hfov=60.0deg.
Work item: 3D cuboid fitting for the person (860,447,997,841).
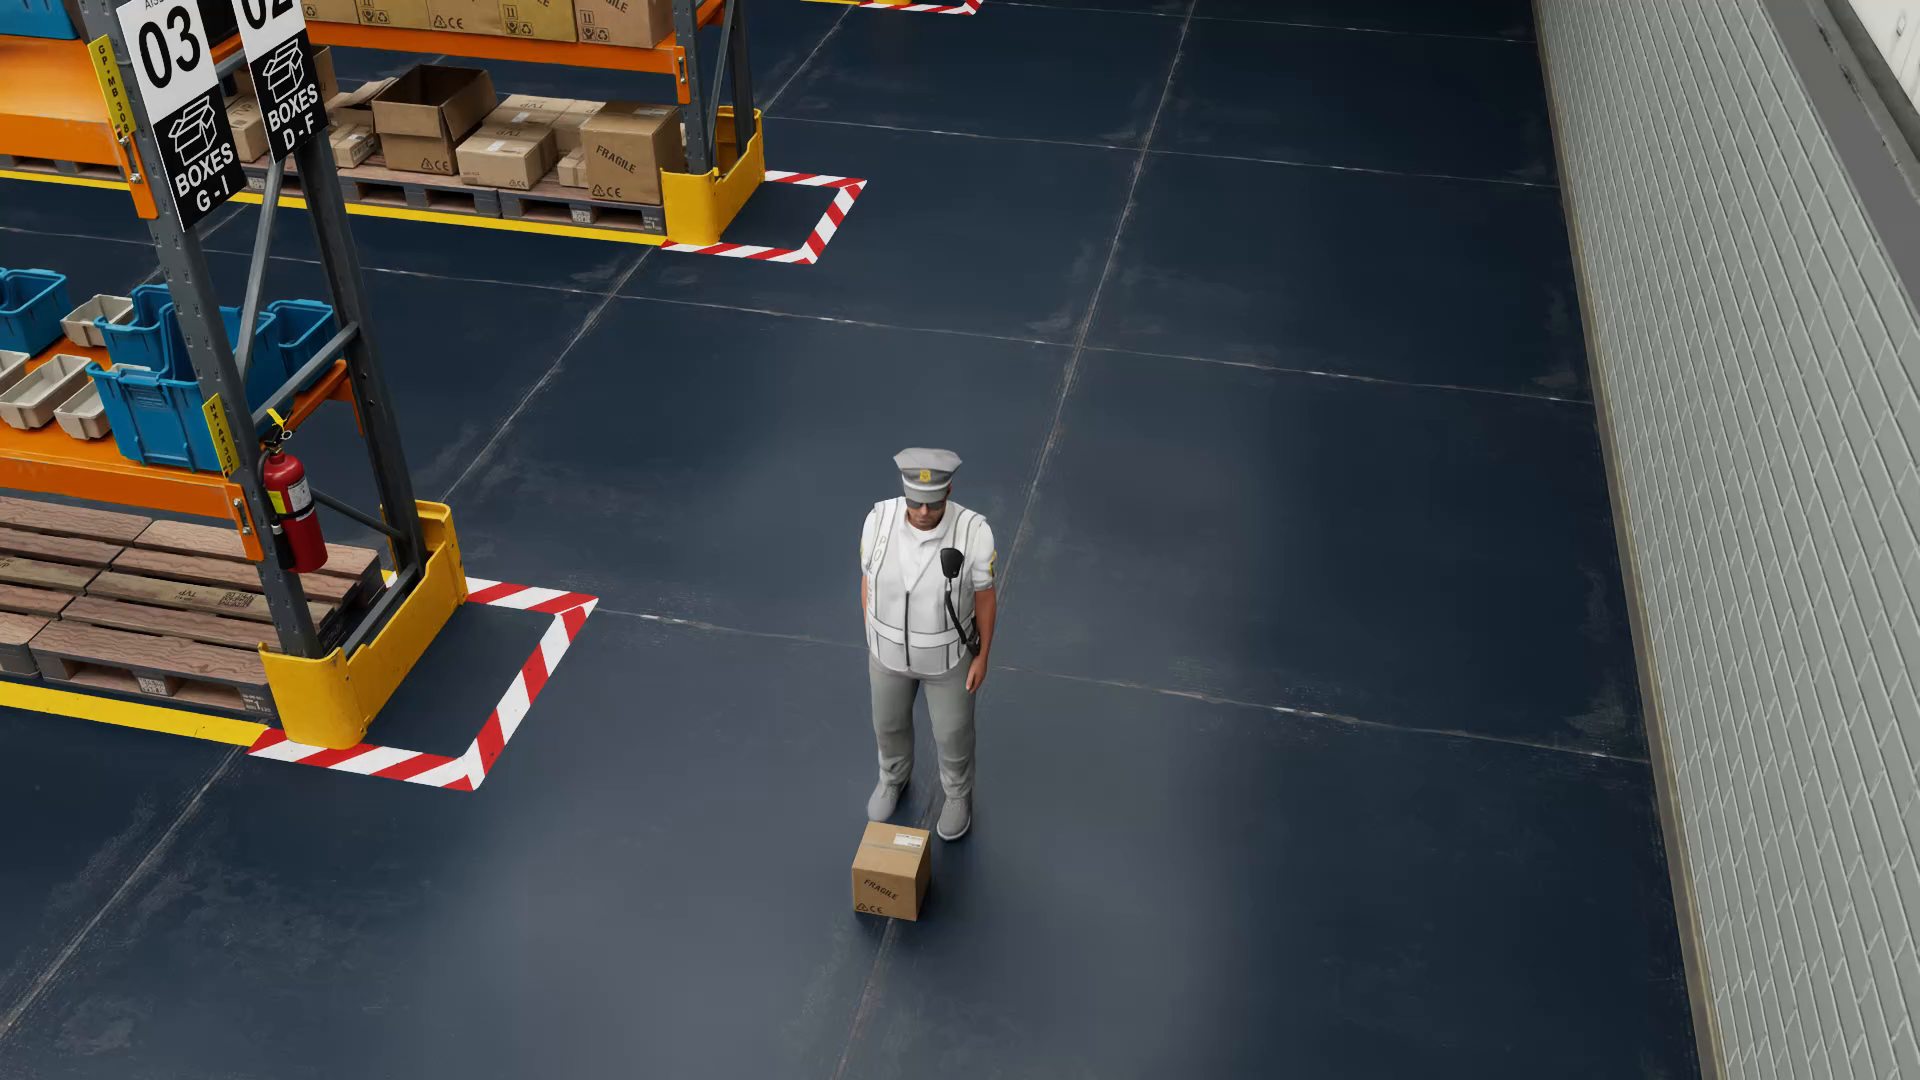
[{"bbox_3d":[-0.129,0.422,6.411,0.528,1.784,0.393,8,37,11],"label":"person"}]
